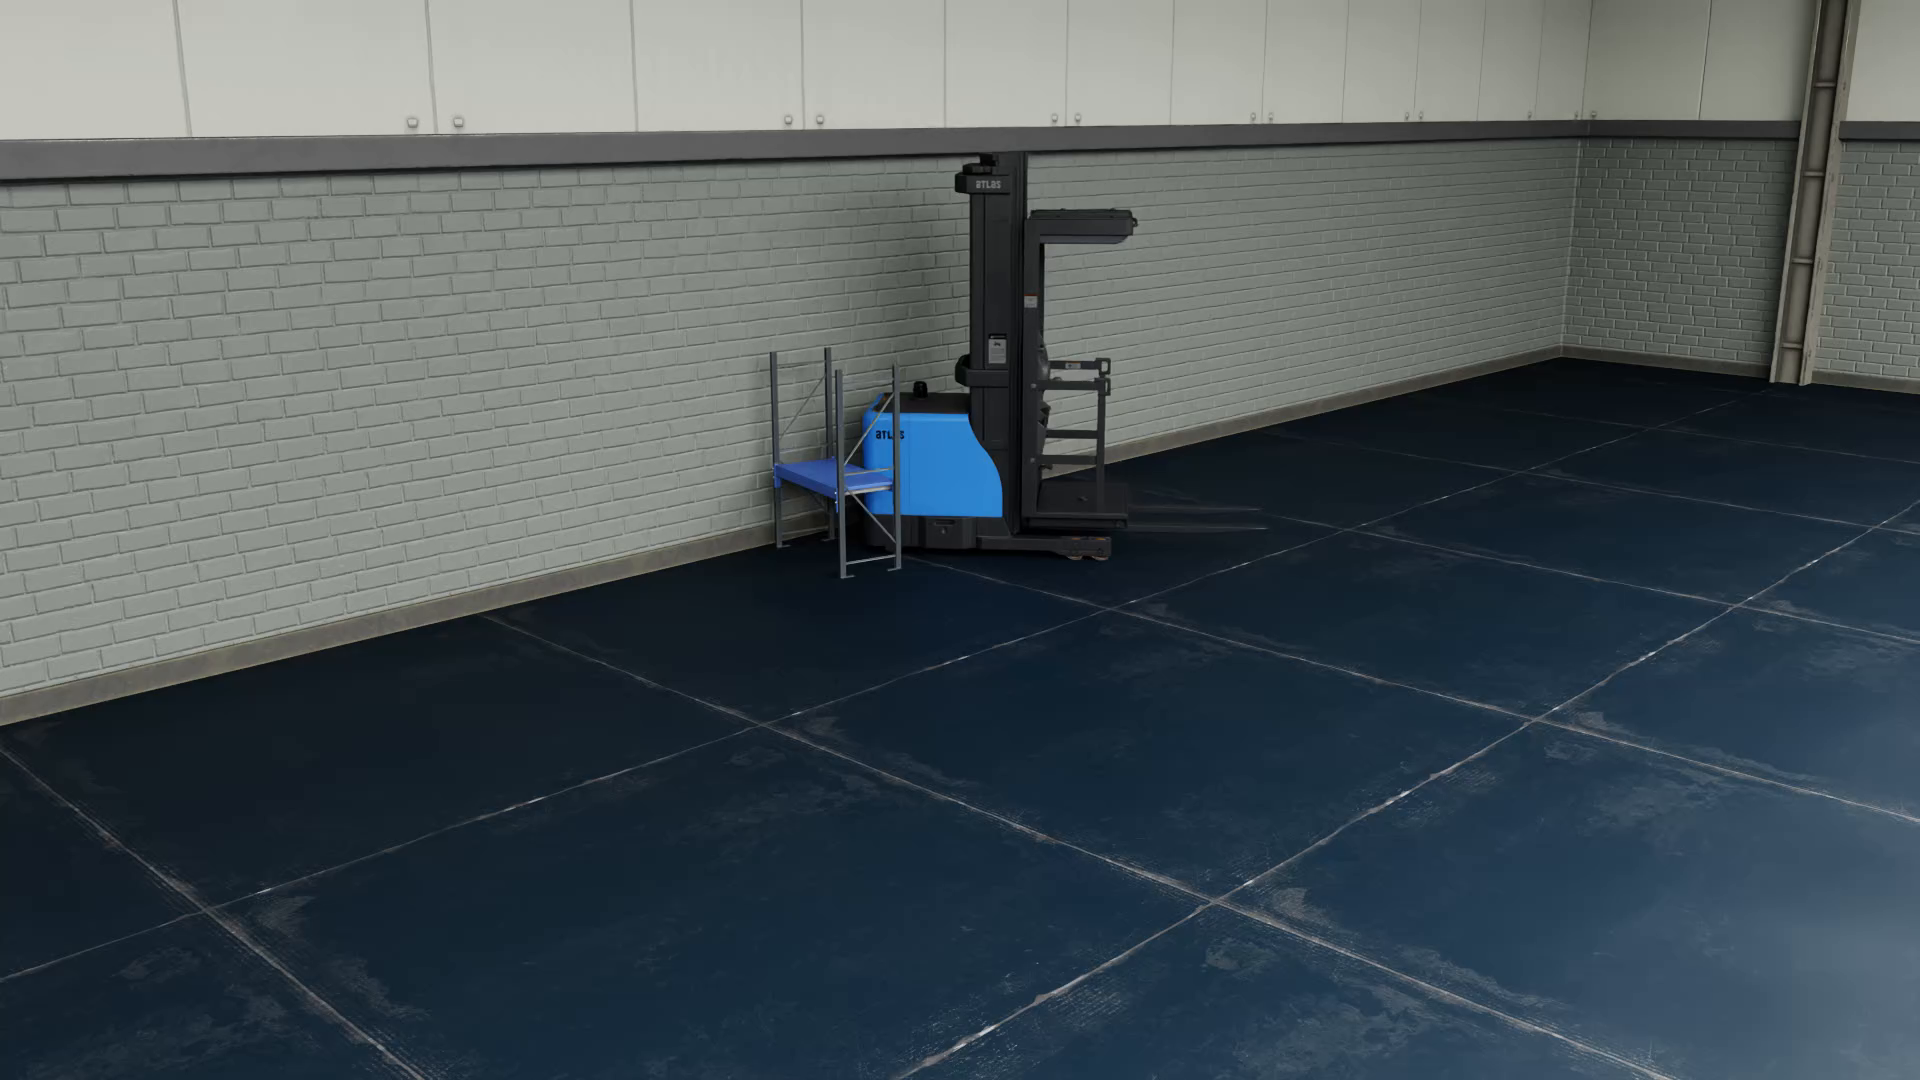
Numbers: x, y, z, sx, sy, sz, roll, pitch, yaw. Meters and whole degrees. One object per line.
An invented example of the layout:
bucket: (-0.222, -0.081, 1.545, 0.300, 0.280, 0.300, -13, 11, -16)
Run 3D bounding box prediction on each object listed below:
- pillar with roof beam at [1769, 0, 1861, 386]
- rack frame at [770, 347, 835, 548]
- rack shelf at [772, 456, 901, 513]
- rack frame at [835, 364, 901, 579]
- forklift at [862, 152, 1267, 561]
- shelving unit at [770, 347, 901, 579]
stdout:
pillar with roof beam: (7.166, -5.502, 16.201, 0.400, 9.000, 9.100, 14, 20, 42)
rack frame: (-1.194, -0.701, 12.648, 0.500, 1.500, 0.032, -9, 17, -31)
rack shelf: (-0.920, -0.419, 12.279, 0.538, 0.185, 1.000, -9, 17, -31)
rack frame: (-0.647, -0.485, 11.818, 0.500, 1.500, 0.032, -9, 17, -31)
forklift: (0.809, -1.405, 12.512, 3.031, 2.935, 1.130, 1, 15, 5)
shelving unit: (-0.920, -0.593, 12.233, 0.538, 1.500, 1.048, -9, 17, -31)
